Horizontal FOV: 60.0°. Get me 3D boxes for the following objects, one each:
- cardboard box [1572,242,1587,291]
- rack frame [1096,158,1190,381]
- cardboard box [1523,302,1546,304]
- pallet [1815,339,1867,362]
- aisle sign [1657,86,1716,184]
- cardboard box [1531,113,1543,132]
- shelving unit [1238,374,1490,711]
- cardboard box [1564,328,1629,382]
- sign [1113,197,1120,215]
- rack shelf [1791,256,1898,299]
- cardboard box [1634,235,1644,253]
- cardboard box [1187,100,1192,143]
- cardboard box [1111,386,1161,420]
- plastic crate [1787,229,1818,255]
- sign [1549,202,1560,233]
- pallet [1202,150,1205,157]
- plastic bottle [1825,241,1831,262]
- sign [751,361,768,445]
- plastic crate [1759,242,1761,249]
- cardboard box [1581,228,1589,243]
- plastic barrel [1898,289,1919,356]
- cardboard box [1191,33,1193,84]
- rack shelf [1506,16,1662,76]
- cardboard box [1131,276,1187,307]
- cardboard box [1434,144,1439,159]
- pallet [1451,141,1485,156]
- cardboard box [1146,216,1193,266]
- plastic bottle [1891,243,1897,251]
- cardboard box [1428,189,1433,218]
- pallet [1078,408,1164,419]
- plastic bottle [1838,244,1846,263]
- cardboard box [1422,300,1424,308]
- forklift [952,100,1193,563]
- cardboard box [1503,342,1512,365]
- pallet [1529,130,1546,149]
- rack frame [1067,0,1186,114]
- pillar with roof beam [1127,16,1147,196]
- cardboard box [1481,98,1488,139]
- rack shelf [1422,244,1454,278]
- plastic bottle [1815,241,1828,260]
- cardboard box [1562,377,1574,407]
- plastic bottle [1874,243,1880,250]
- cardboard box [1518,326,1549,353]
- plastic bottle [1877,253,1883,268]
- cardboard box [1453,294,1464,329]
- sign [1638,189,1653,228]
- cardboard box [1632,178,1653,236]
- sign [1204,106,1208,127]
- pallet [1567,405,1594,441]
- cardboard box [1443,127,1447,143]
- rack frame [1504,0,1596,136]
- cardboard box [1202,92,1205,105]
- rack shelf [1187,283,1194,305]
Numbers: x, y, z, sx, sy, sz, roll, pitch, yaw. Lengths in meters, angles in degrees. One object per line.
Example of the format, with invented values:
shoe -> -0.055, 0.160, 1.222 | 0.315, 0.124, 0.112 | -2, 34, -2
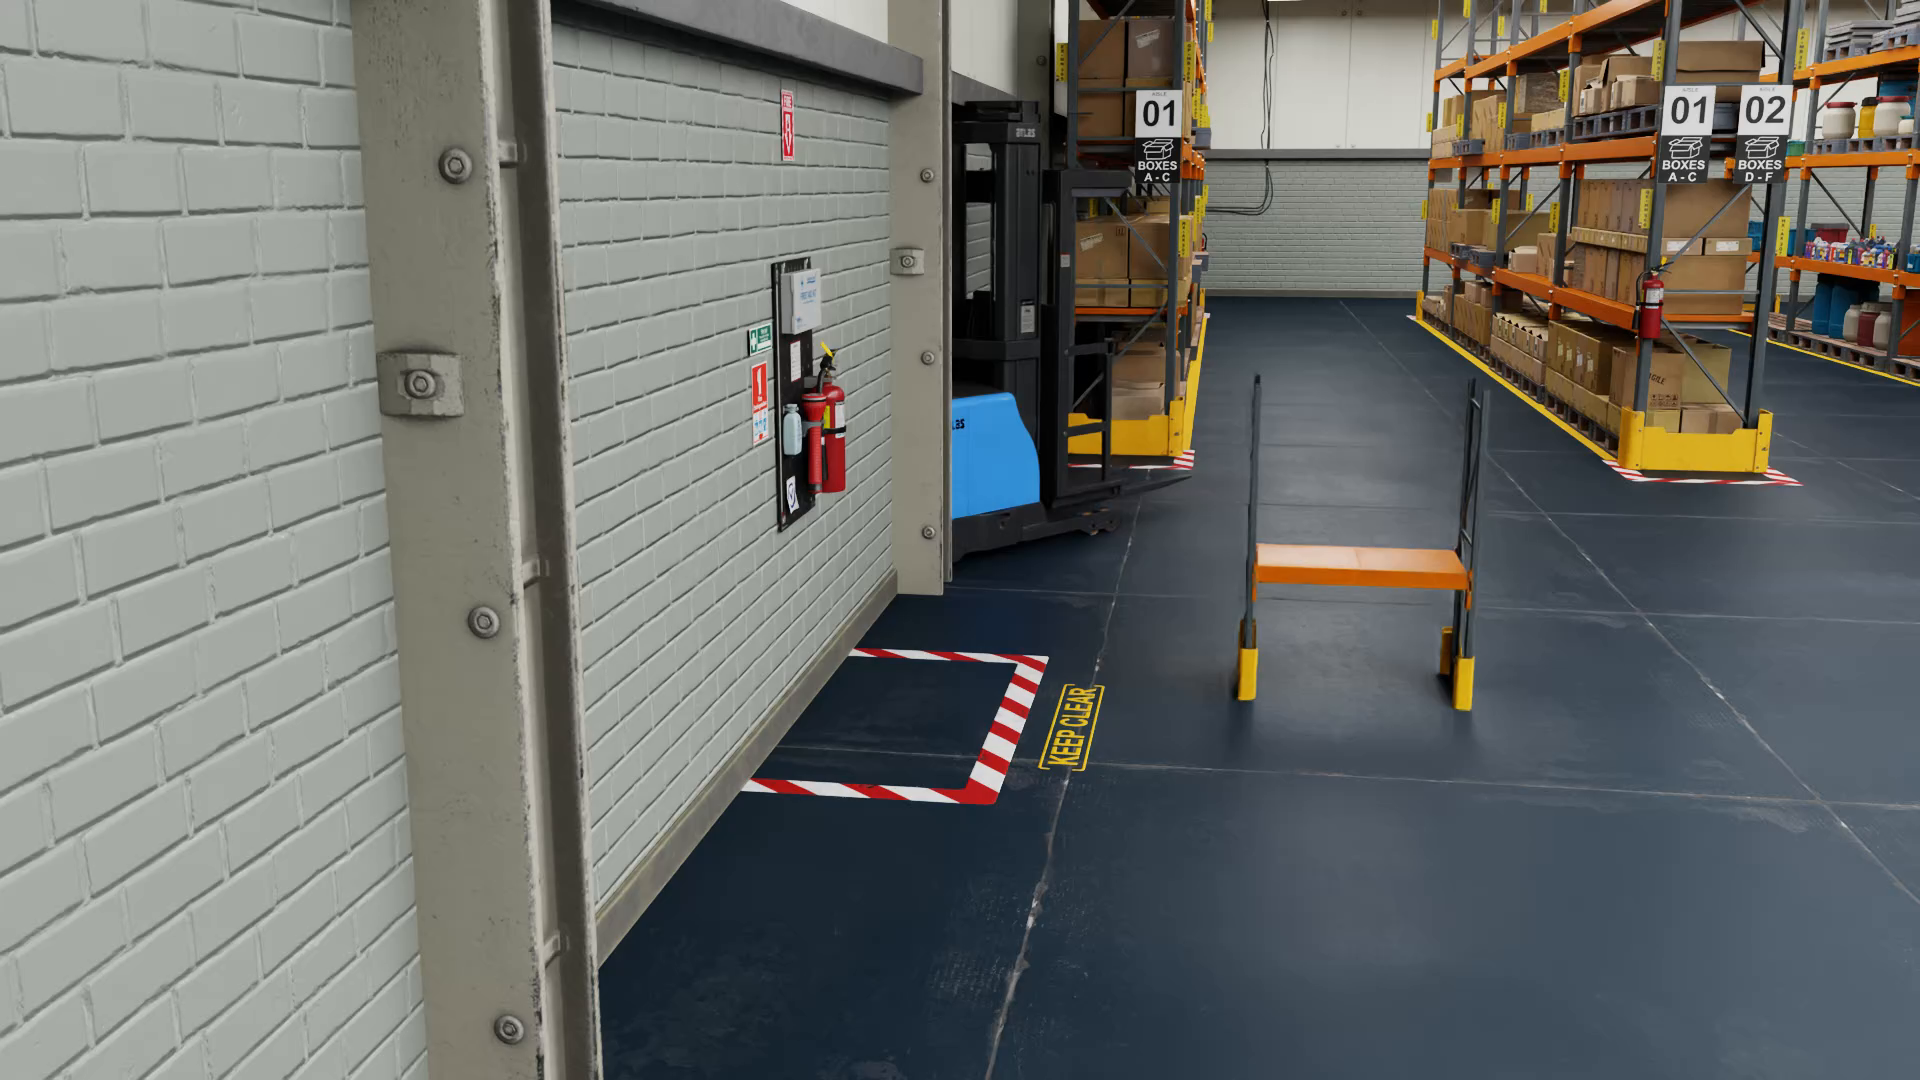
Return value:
cardboard box -> 6.887, -2.887, 17.531 | 0.700, 0.500, 0.500 | 2, 12, 7
rack frame -> 2.054, -3.090, 18.712 | 1.000, 3.000, 0.127 | 2, 12, 9
cardboard box -> 8.149, -3.164, 23.943 | 0.500, 0.500, 0.500 | 1, 12, 7
pallet -> 12.728, -2.657, 23.323 | 1.003, 0.211, 1.213 | 2, 12, 9
aisle sign -> 6.034, -3.364, 13.814 | 0.394, 0.787, 0.004 | 2, 12, 9
cardboard box -> 7.550, -5.265, 21.043 | 0.500, 0.250, 0.500 | 1, 12, 4
shelving unit -> 1.910, -0.012, 7.990 | 1.083, 1.500, 0.587 | 2, 12, 9
cardboard box -> 6.415, -1.864, 16.770 | 0.500, 0.500, 0.500 | 2, 12, 9
sign -> 2.120, -4.506, 22.534 | 0.100, 0.325, 0.005 | 2, 12, 9
rack shelf -> 12.766, -3.666, 23.094 | 1.077, 0.370, 4.000 | 2, 12, 9
cardboard box -> 6.283, -2.657, 14.926 | 0.380, 0.149, 0.250 | 2, 12, 8
cardboard box -> 2.082, -4.280, 16.831 | 0.500, 0.500, 0.500 | 1, 12, 6
cardboard box -> 1.634, -1.299, 15.740 | 0.500, 0.311, 0.500 | 0, 12, 2
plastic crate -> 12.808, -4.564, 25.447 | 0.392, 0.384, 0.575 | 2, 12, 9
sign -> 6.411, -3.473, 17.929 | 0.100, 0.325, 0.005 | 2, 12, 9
pallet -> 3.796, -6.856, 29.278 | 1.003, 0.211, 1.213 | 2, 12, 9
plastic bottle -> 12.459, -4.130, 23.814 | 0.061, 0.283, 0.133 | 2, 12, 9
sign -> -0.836, -0.575, 6.955 | 0.001, 0.329, 0.234 | 2, 12, 9
plastic crate -> 13.044, -4.707, 26.698 | 0.293, 0.136, 0.466 | 2, 12, 9
cardboard box -> 6.640, -3.141, 17.169 | 0.380, 0.149, 0.250 | 2, 12, 7
plastic barrel -> 12.517, -2.849, 21.746 | 0.600, 0.830, 0.708 | 2, 12, 9
cardboard box -> 1.933, -4.553, 15.723 | 0.500, 0.500, 0.500 | 2, 12, 10
rack shelf -> 7.257, -5.732, 19.388 | 1.077, 0.370, 4.000 | 2, 12, 9
cardboard box -> 1.827, -2.285, 15.285 | 0.500, 0.250, 0.500 | 2, 12, 7
cardboard box -> 8.375, -6.619, 28.323 | 0.500, 0.250, 0.500 | 2, 12, 9
pallet -> 8.010, -5.837, 24.783 | 1.213, 0.211, 1.003 | 2, 12, 9
cardboard box -> 2.216, -3.181, 17.660 | 0.500, 0.500, 0.500 | 2, 12, 8
plastic bottle -> 13.142, -4.024, 23.340 | 0.152, 0.276, 0.135 | 2, 12, 9
cardboard box -> 8.466, -5.882, 29.057 | 0.500, 0.500, 0.500 | 2, 12, 10
pallet -> 1.610, -1.078, 15.995 | 1.003, 0.211, 1.213 | 2, 12, 9
plastic bottle -> 12.403, -4.023, 23.347 | 0.097, 0.271, 0.097 | 0, 12, 0
cardboard box -> 8.391, -4.174, 29.463 | 0.380, 0.149, 0.250 | 2, 12, 9
forklift -> 0.488, -1.529, 11.631 | 1.130, 2.935, 3.031 | 12, 17, 43
cardboard box -> 7.043, -2.312, 20.629 | 0.500, 0.250, 0.500 | 2, 12, 7
pallet -> 7.379, -4.760, 19.789 | 1.003, 0.211, 1.213 | 2, 12, 11
rack frame -> 1.439, -5.190, 14.216 | 1.000, 3.000, 0.127 | 2, 12, 9
pillar with roof beam -> 7.714, -8.971, 31.762 | 9.100, 9.000, 0.400 | 2, 12, 9
cardboard box -> 7.949, -6.123, 24.192 | 0.600, 0.600, 0.600 | 2, 12, 8
rack shelf -> 8.487, -4.660, 27.706 | 1.077, 0.370, 4.000 | 2, 12, 9
plastic bottle -> 12.569, -4.214, 24.220 | 0.152, 0.276, 0.135 | 2, 12, 9
cardboard box -> 6.414, -1.497, 16.849 | 0.500, 0.250, 0.500 | 2, 12, 9
plastic bottle -> 13.072, -4.098, 23.695 | 0.097, 0.271, 0.097 | 0, 12, 0
cardboard box -> 6.881, -2.372, 19.576 | 0.500, 0.311, 0.500 | 2, 12, 8
plastic bottle -> 12.185, -3.694, 21.987 | 0.097, 0.201, 0.097 | 0, 12, 0
cardboard box -> 7.864, -3.496, 25.484 | 0.500, 0.500, 0.500 | 1, 12, 6
sign -> 5.800, -2.800, 14.055 | 0.100, 0.325, 0.005 | 2, 12, 9
cardboard box -> 6.502, -2.998, 14.969 | 0.700, 0.500, 0.500 | 2, 12, 7
sign -> 3.822, -6.613, 25.963 | 0.100, 0.325, 0.005 | 2, 12, 9
pallet -> 6.600, -1.148, 16.321 | 1.003, 0.211, 1.213 | 2, 12, 9
cardboard box -> 8.223, -6.655, 27.304 | 0.500, 0.250, 0.500 | 2, 12, 9
rack frame -> 7.564, -6.696, 21.202 | 1.000, 3.000, 0.127 | 2, 12, 9
cardboard box -> 3.671, -6.909, 26.652 | 0.500, 0.500, 0.500 | 2, 12, 8
rack shelf -> 2.361, -3.155, 20.719 | 1.077, 0.370, 4.000 | 2, 12, 9
